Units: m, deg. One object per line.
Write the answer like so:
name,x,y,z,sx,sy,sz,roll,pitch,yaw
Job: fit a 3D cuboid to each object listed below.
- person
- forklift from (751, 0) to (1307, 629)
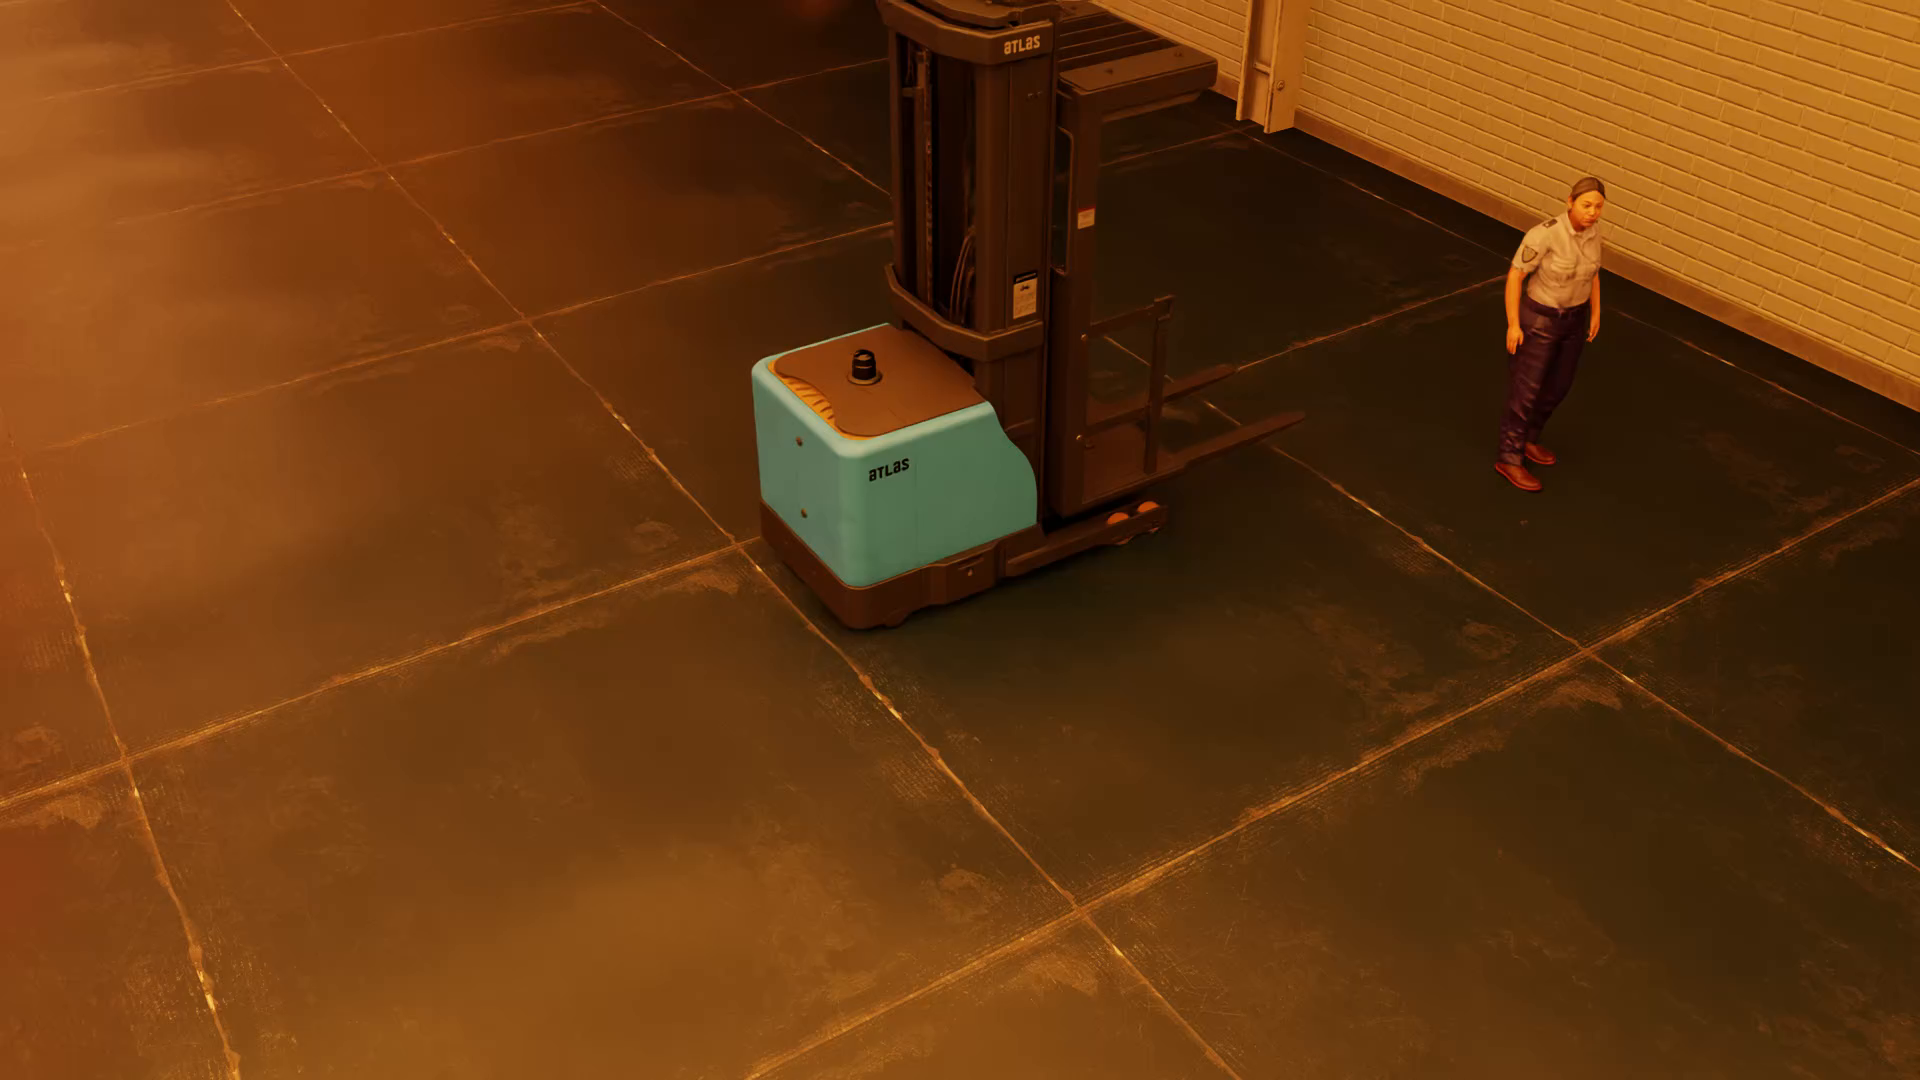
person,3.193,-1.107,8.839,0.632,1.652,0.492,-18,39,-24
forklift,0.489,-1.411,8.155,3.031,2.935,1.130,-20,40,-26
